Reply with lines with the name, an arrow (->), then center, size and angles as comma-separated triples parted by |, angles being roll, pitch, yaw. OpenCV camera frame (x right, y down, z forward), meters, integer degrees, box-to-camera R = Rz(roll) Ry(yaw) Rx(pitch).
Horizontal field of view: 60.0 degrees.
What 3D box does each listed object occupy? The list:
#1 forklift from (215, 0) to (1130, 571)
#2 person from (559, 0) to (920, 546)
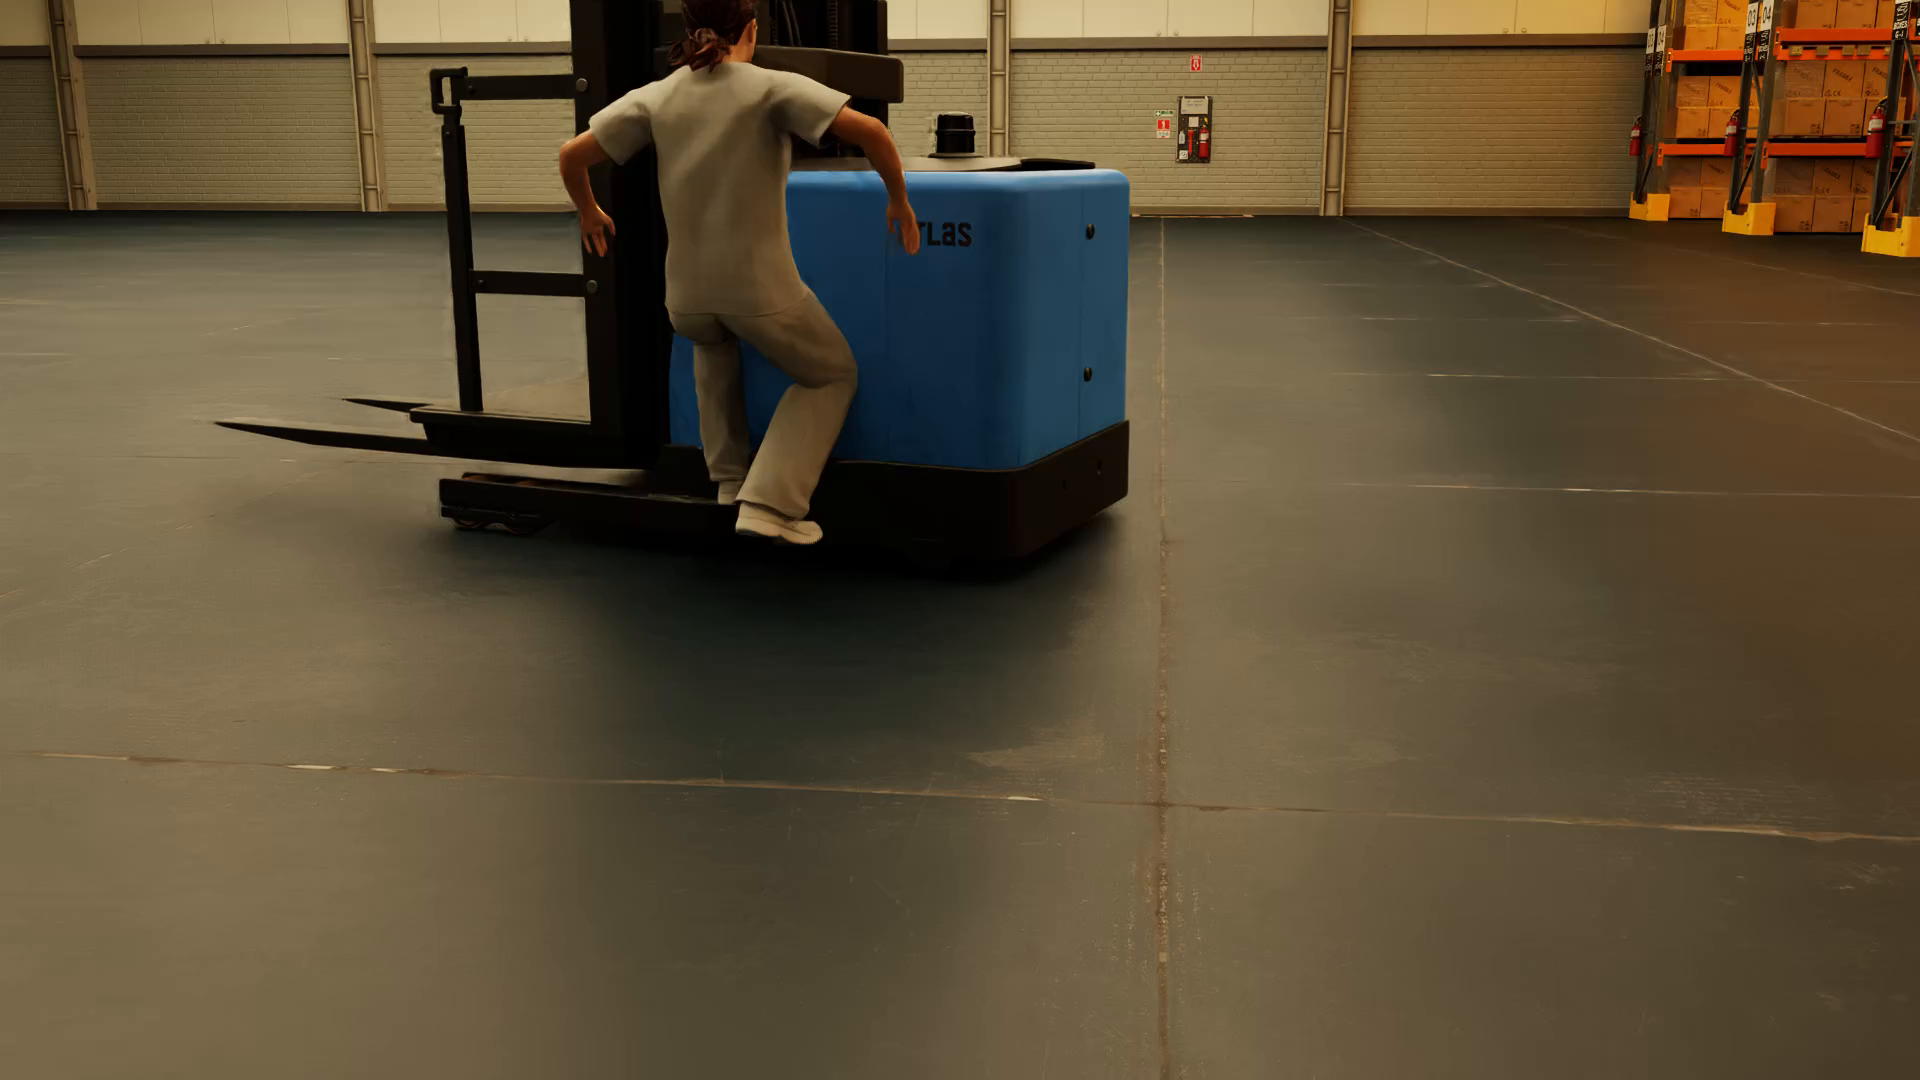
forklift -> -1.035, -1.545, 5.116 | 3.031, 2.935, 1.130 | 6, 14, 23
person -> -0.535, -0.712, 4.343 | 0.915, 1.458, 0.723 | 4, 14, 18
